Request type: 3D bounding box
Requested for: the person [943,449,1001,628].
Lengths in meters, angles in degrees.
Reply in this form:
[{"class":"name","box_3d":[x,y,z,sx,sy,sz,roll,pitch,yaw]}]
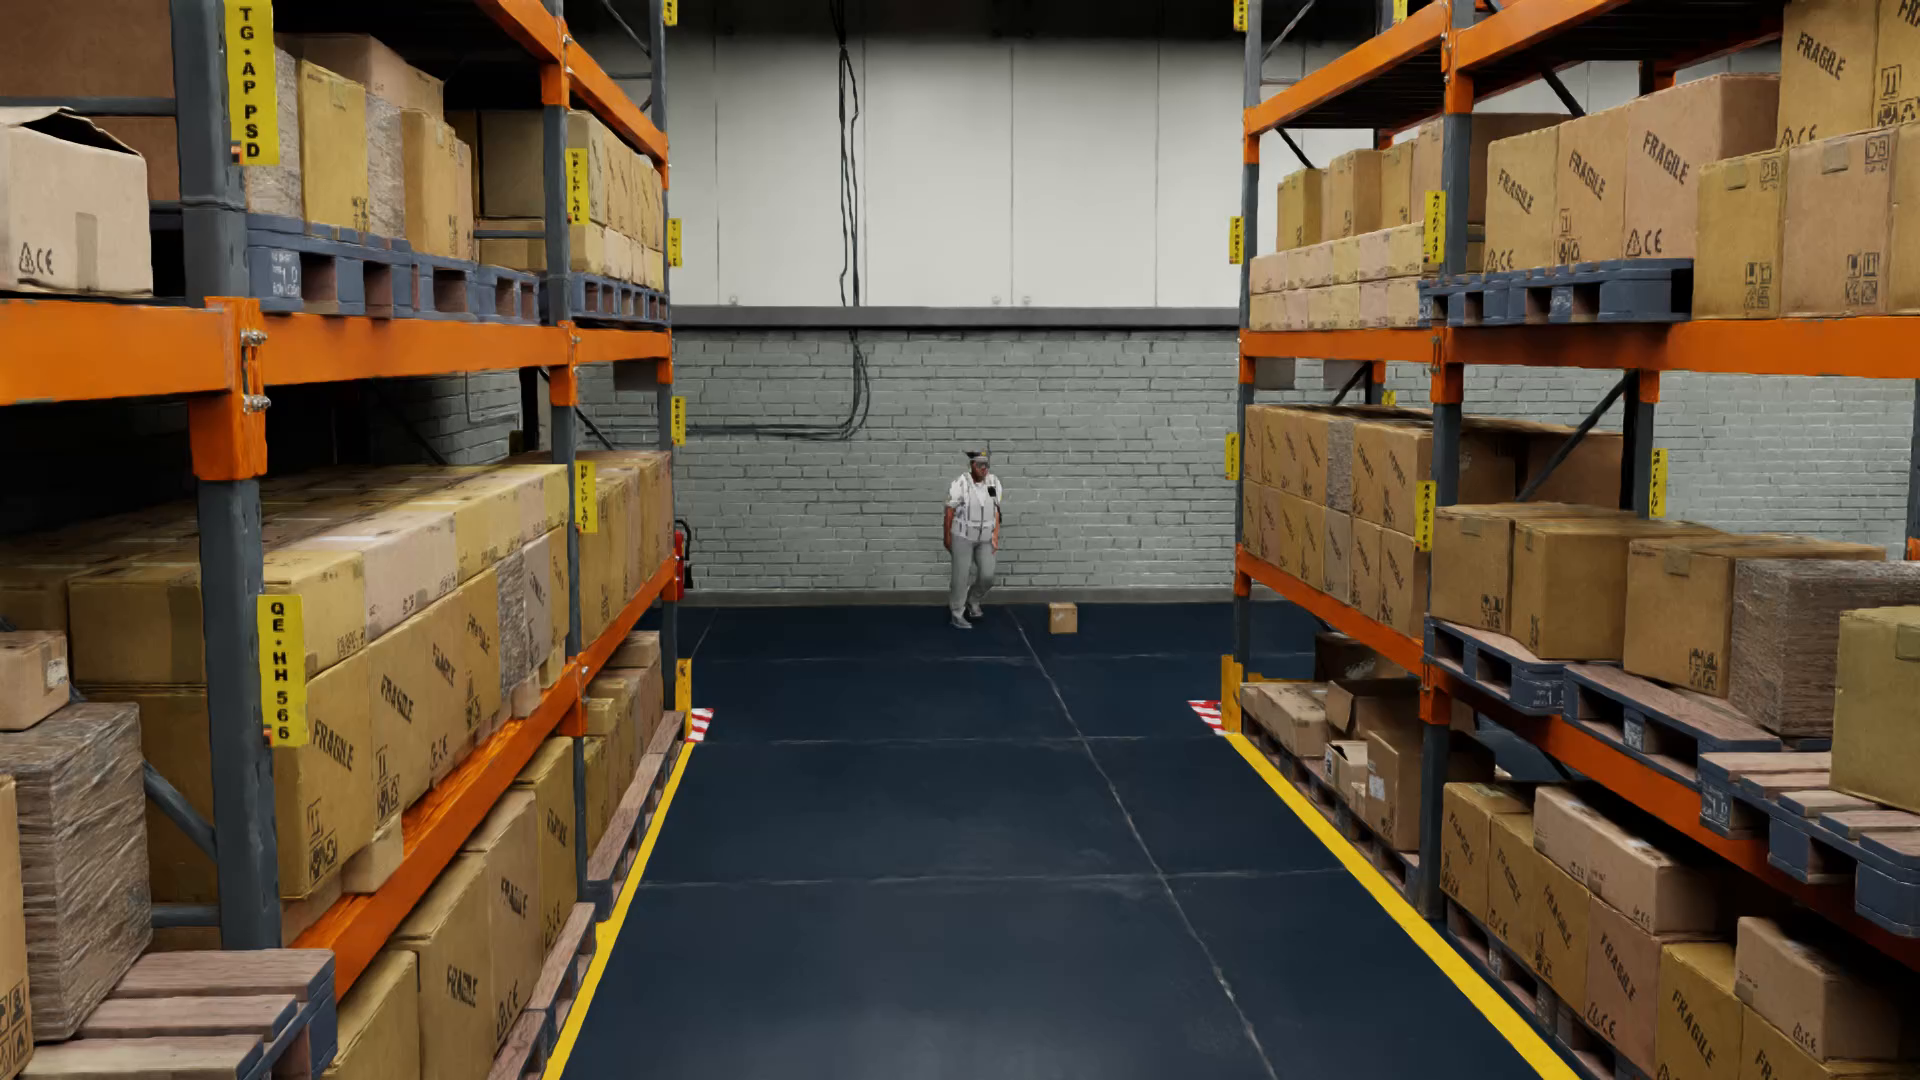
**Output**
[{"class":"person","box_3d":[0.112,-0.030,16.050,0.539,1.733,0.644,-3,7,-24]}]
